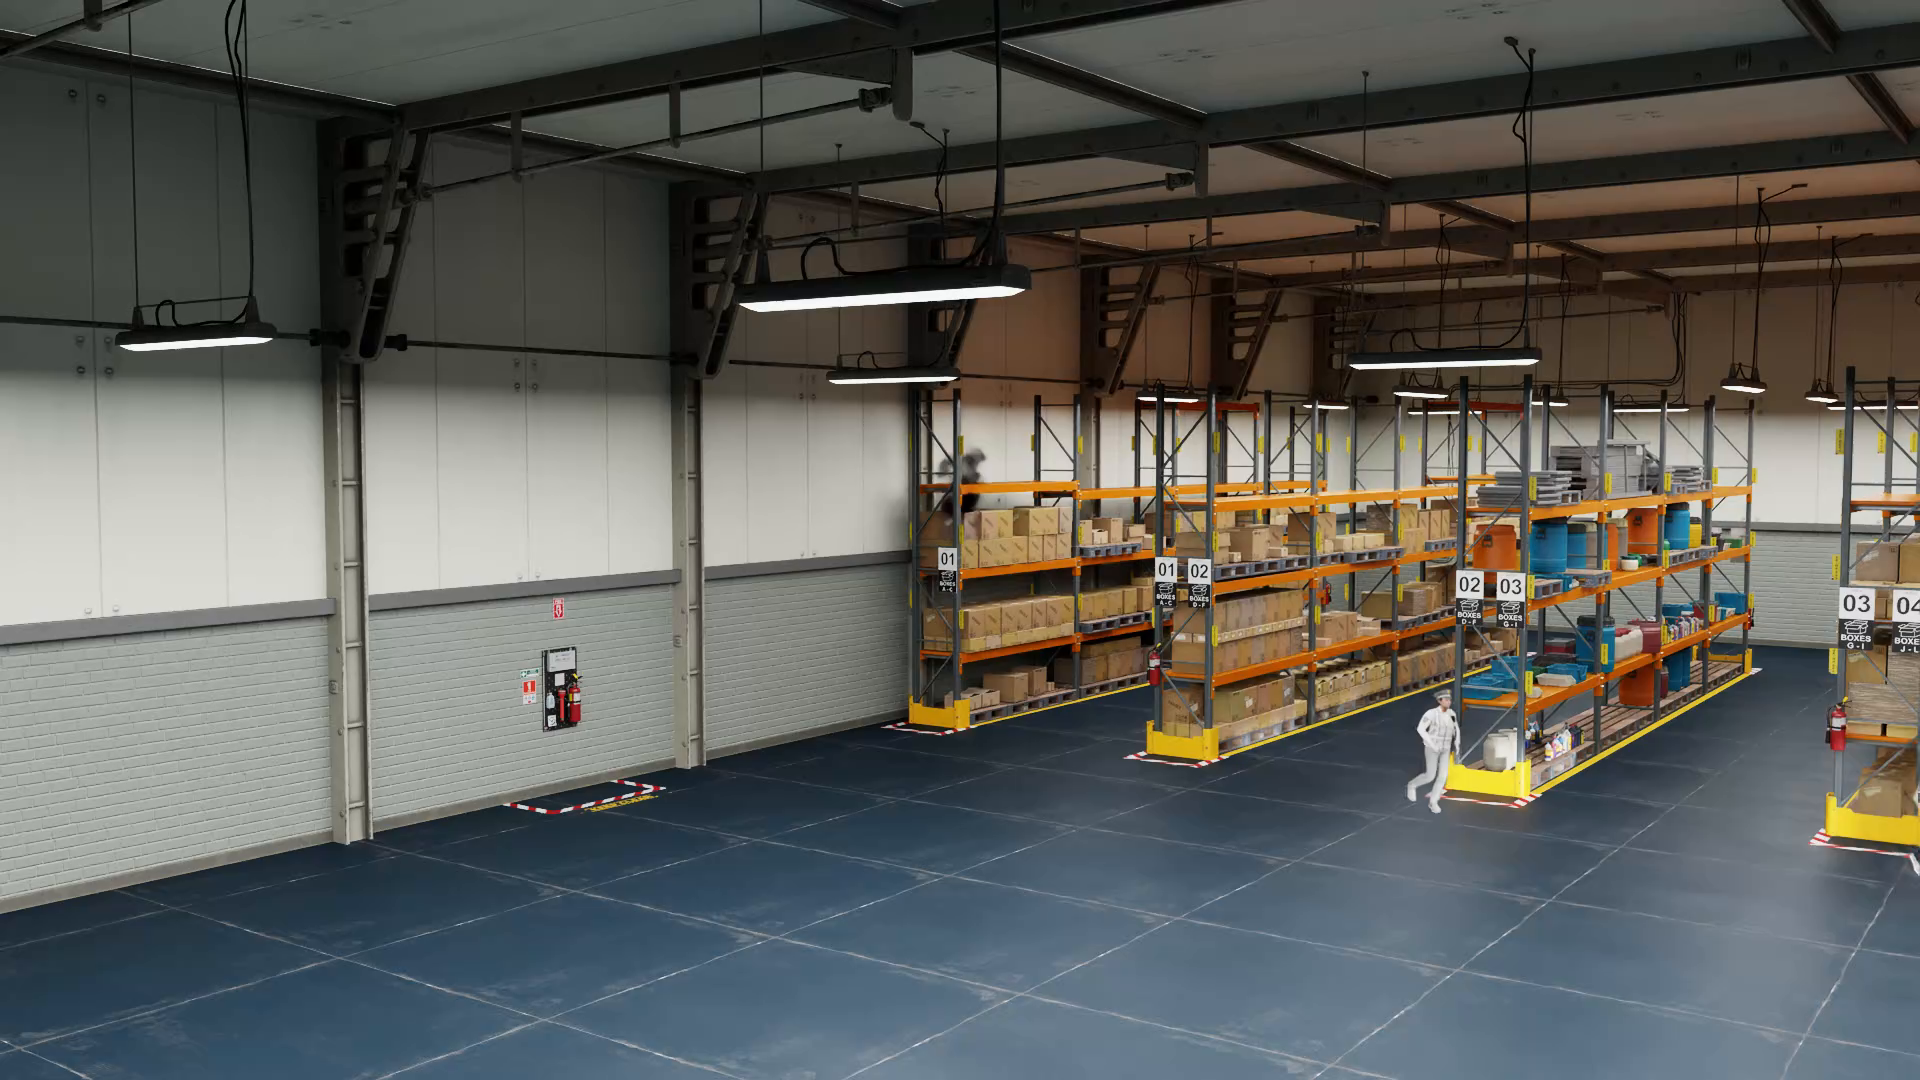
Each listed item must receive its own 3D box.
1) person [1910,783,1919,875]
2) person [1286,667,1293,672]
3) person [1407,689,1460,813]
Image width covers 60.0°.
[{"bbox_3d":[10.886,3.162,18.603,0.540,1.599,0.663,0,3,-7],"label":"person"},{"bbox_3d":[7.178,2.081,36.169,0.567,1.659,0.955,1,4,22],"label":"person"},{"bbox_3d":[6.614,2.872,22.978,0.668,1.650,0.566,-1,3,-17],"label":"person"}]
